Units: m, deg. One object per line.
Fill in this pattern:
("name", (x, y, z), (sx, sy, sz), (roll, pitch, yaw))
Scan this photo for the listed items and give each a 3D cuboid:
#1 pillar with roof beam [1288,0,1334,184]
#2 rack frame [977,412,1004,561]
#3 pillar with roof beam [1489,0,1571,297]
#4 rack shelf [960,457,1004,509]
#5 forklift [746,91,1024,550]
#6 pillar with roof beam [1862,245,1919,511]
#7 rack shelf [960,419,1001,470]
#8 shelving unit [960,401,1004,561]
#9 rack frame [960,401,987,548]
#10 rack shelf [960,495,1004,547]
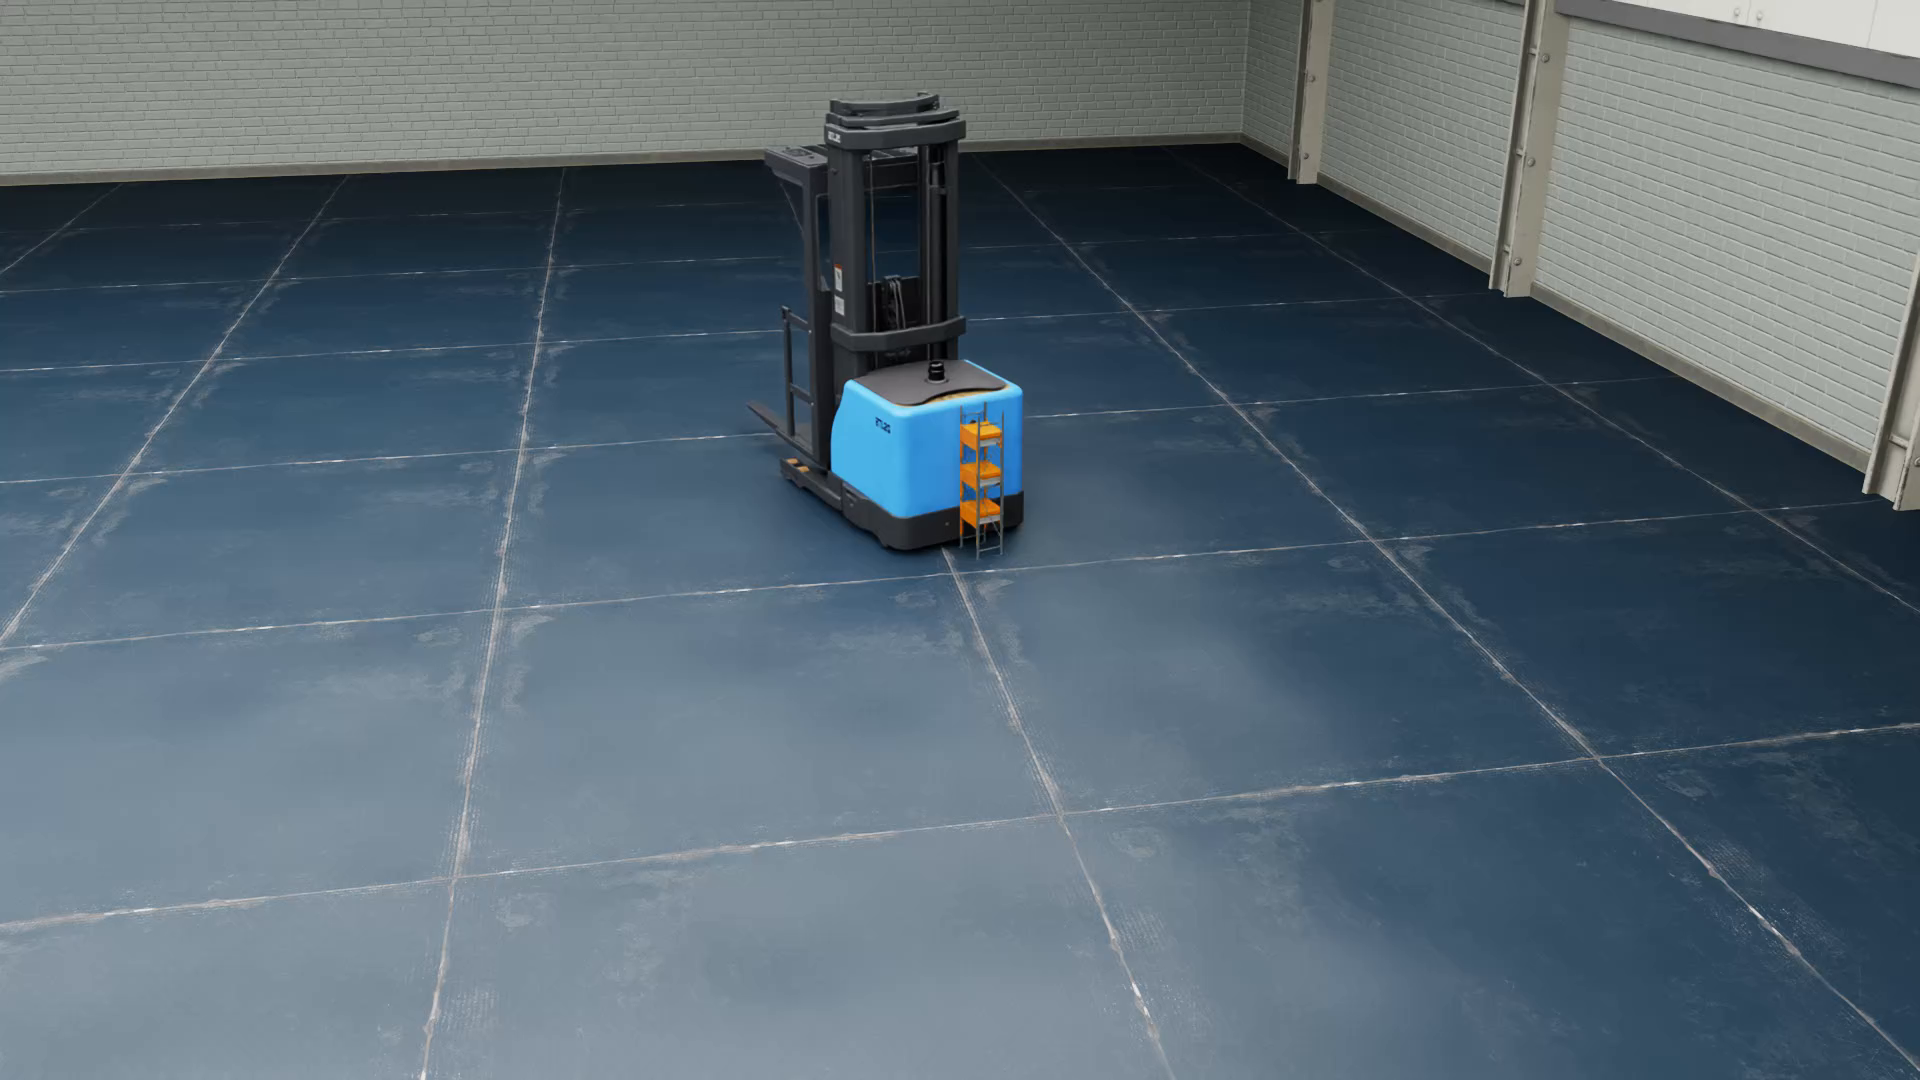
("pillar with roof beam", (0.566, -8.829, 20.723), (9.100, 9.000, 0.400), (-4, 24, -10))
("rack frame", (0.204, -0.355, 11.252), (0.200, 1.050, 0.008), (-12, 26, -25))
("pillar with roof beam", (1.676, -6.469, 15.319), (9.100, 9.000, 0.400), (-4, 24, -10))
("rack shelf", (0.148, -0.389, 11.355), (0.215, 0.259, 0.240), (-12, 26, -25))
("forklift", (-0.724, -1.821, 12.259), (1.130, 2.935, 3.031), (-13, 27, -27))
("pillar with roof beam", (2.785, -4.109, 9.916), (9.100, 9.000, 0.400), (-4, 24, -10))
("rack shelf", (0.148, -0.649, 11.242), (0.215, 0.259, 0.240), (-12, 26, -25))
("shelving unit", (0.148, -0.399, 11.351), (0.215, 1.050, 0.252), (-12, 26, -25))
("rack frame", (0.091, -0.442, 11.450), (0.200, 1.050, 0.008), (-12, 26, -25))
("rack shelf", (0.148, -0.134, 11.467), (0.215, 0.259, 0.240), (-12, 26, -25))
